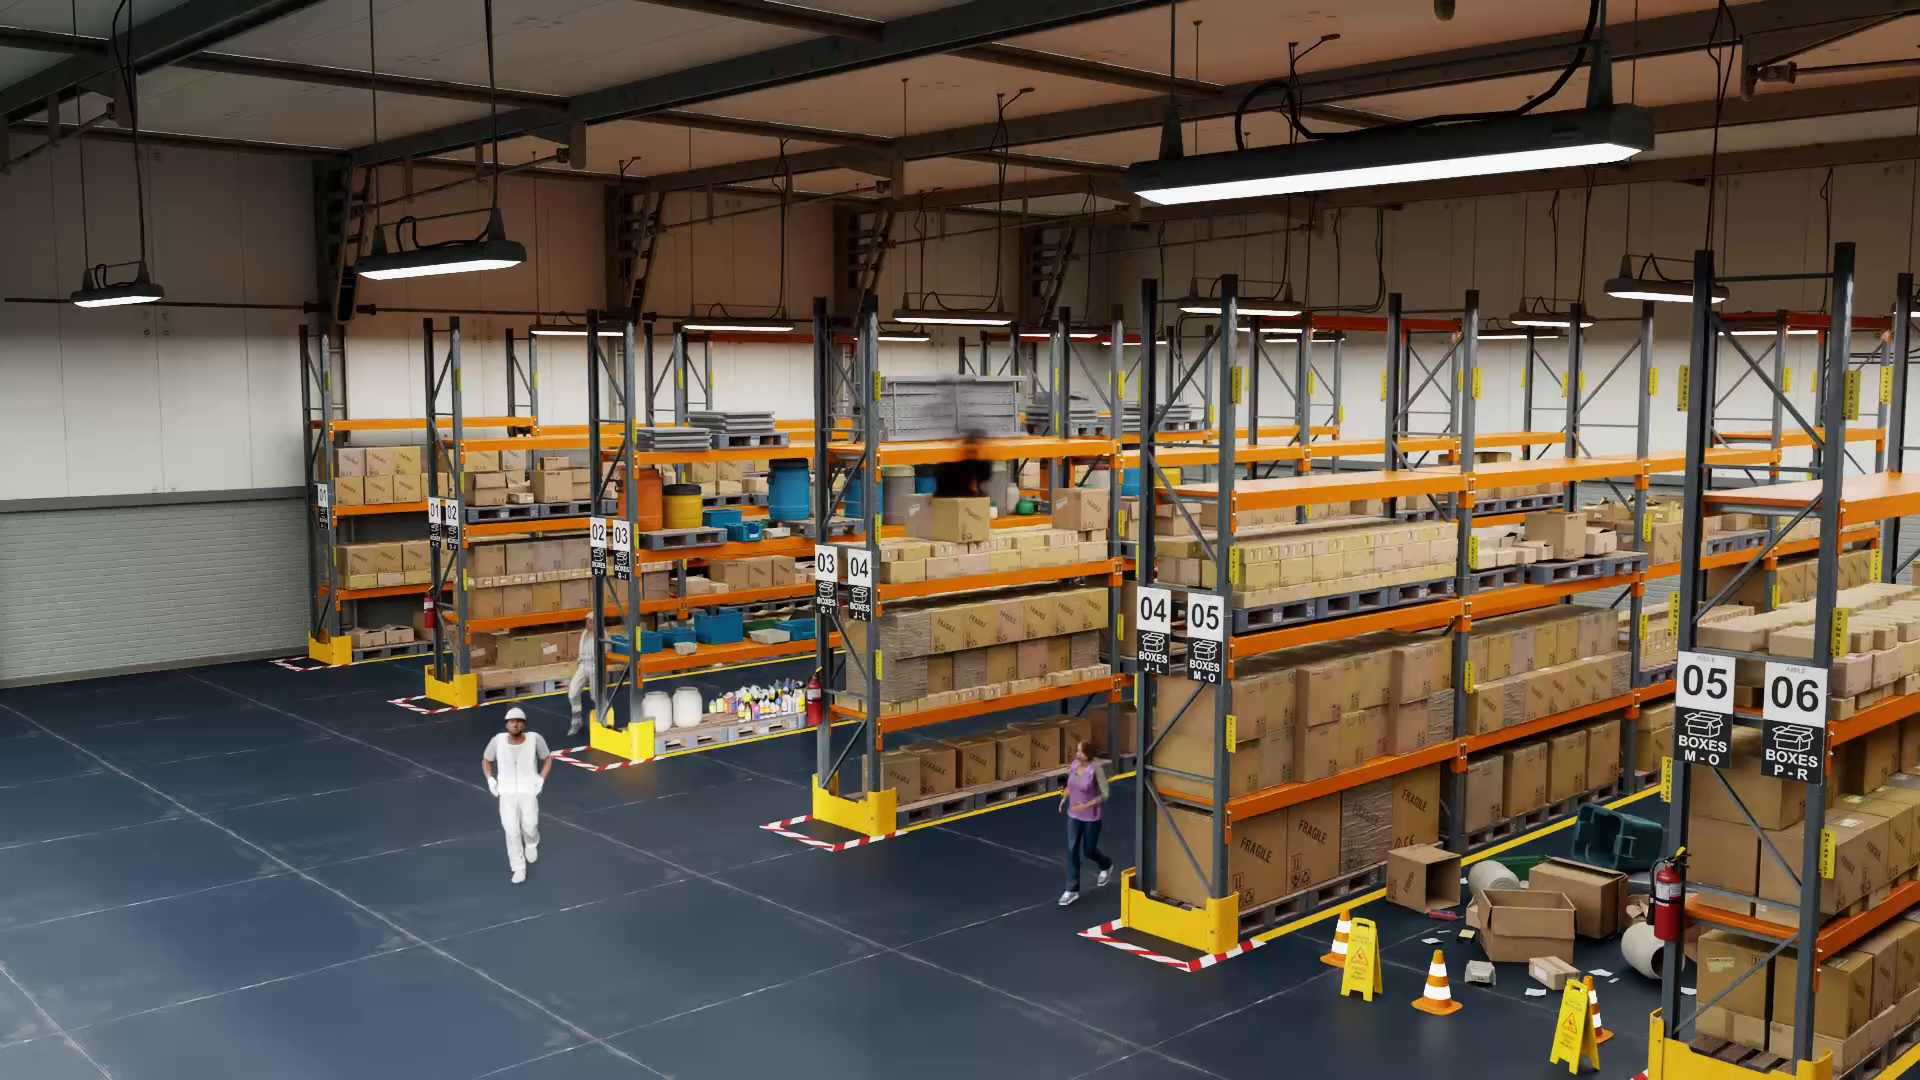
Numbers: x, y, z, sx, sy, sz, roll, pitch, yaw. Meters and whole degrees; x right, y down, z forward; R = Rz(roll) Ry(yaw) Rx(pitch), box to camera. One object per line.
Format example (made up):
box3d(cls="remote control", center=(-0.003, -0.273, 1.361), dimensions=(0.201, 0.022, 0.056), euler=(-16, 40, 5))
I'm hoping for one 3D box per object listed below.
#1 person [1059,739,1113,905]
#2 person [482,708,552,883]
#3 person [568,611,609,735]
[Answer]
box3d(cls="person", center=(1.248, 2.690, 16.325), dimensions=(0.558, 1.524, 0.754), euler=(4, 7, 36))
box3d(cls="person", center=(-4.547, 2.579, 17.080), dimensions=(0.695, 1.755, 0.681), euler=(-1, 6, -12))
box3d(cls="person", center=(-5.242, 1.904, 23.803), dimensions=(0.665, 1.822, 0.765), euler=(4, 7, 33))
